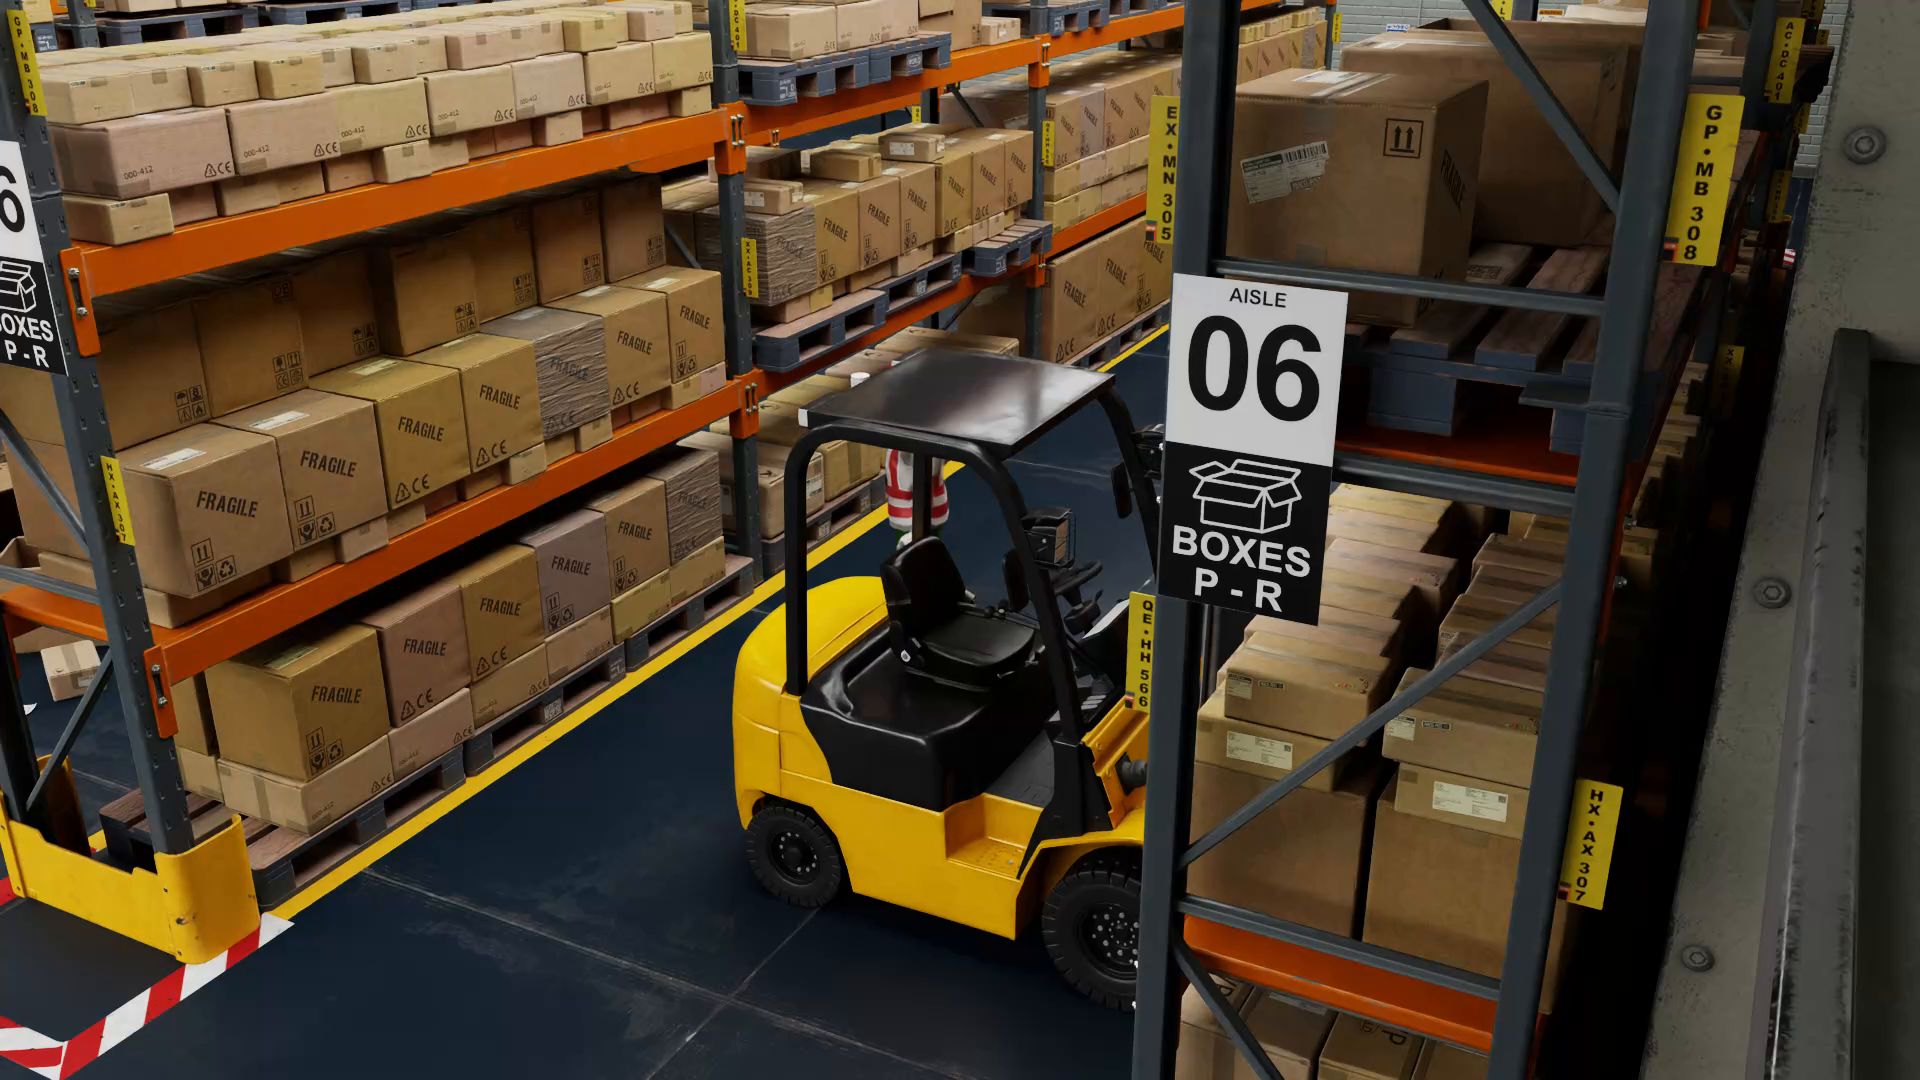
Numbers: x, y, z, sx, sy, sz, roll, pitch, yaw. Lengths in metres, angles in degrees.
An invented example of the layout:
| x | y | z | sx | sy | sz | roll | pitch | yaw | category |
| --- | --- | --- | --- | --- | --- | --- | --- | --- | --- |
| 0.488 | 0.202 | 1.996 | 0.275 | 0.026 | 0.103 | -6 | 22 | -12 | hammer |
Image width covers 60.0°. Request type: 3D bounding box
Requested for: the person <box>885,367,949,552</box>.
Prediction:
| x | y | z | sx | sy | sz | roll | pitch | yaw | category |
| --- | --- | --- | --- | --- | --- | --- | --- | --- | --- |
| -0.214 | -0.099 | 8.513 | 0.322 | 1.790 | 0.523 | 0 | 23 | 0 | person |
